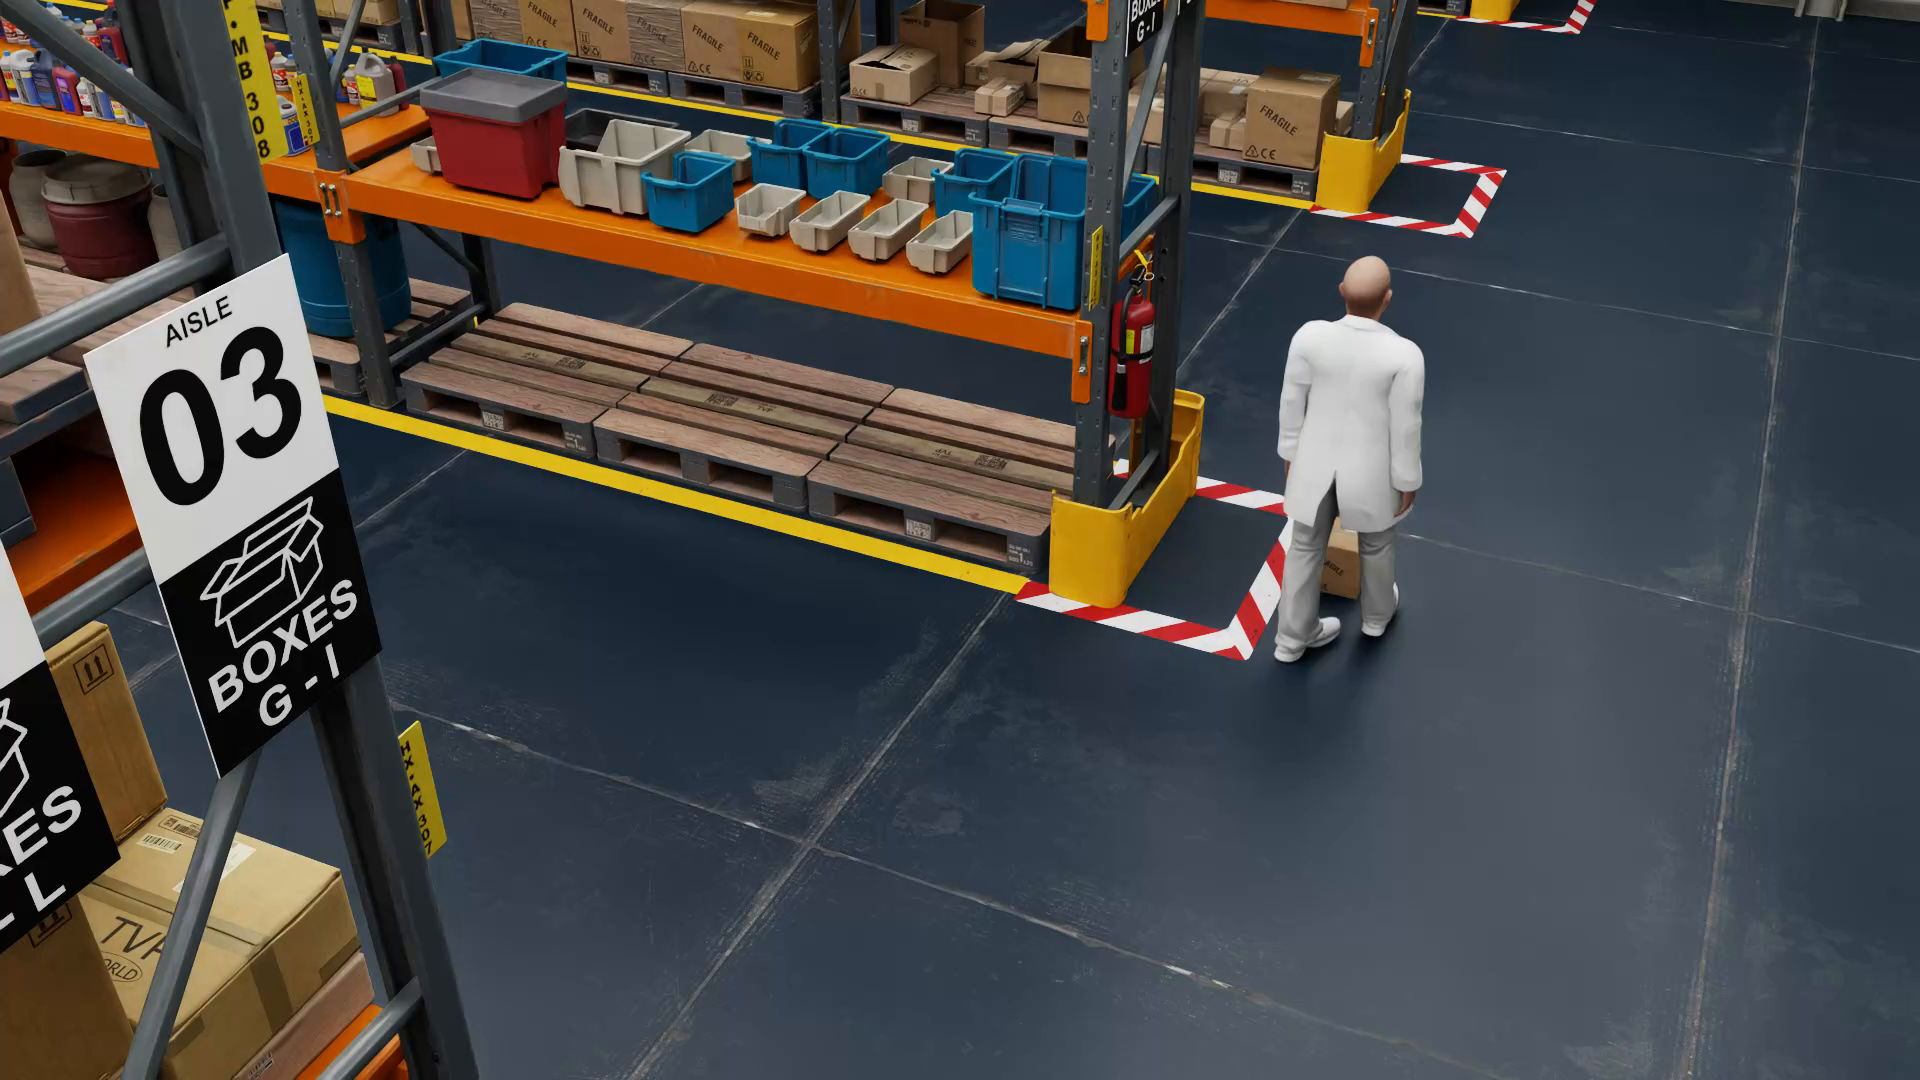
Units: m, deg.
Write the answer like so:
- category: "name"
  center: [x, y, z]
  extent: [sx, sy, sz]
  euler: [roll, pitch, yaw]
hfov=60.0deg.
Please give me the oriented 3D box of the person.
- category: "person"
  center: [1.607, -0.363, 6.695]
  extent: [0.593, 1.776, 0.697]
  euler: [15, 36, 22]
